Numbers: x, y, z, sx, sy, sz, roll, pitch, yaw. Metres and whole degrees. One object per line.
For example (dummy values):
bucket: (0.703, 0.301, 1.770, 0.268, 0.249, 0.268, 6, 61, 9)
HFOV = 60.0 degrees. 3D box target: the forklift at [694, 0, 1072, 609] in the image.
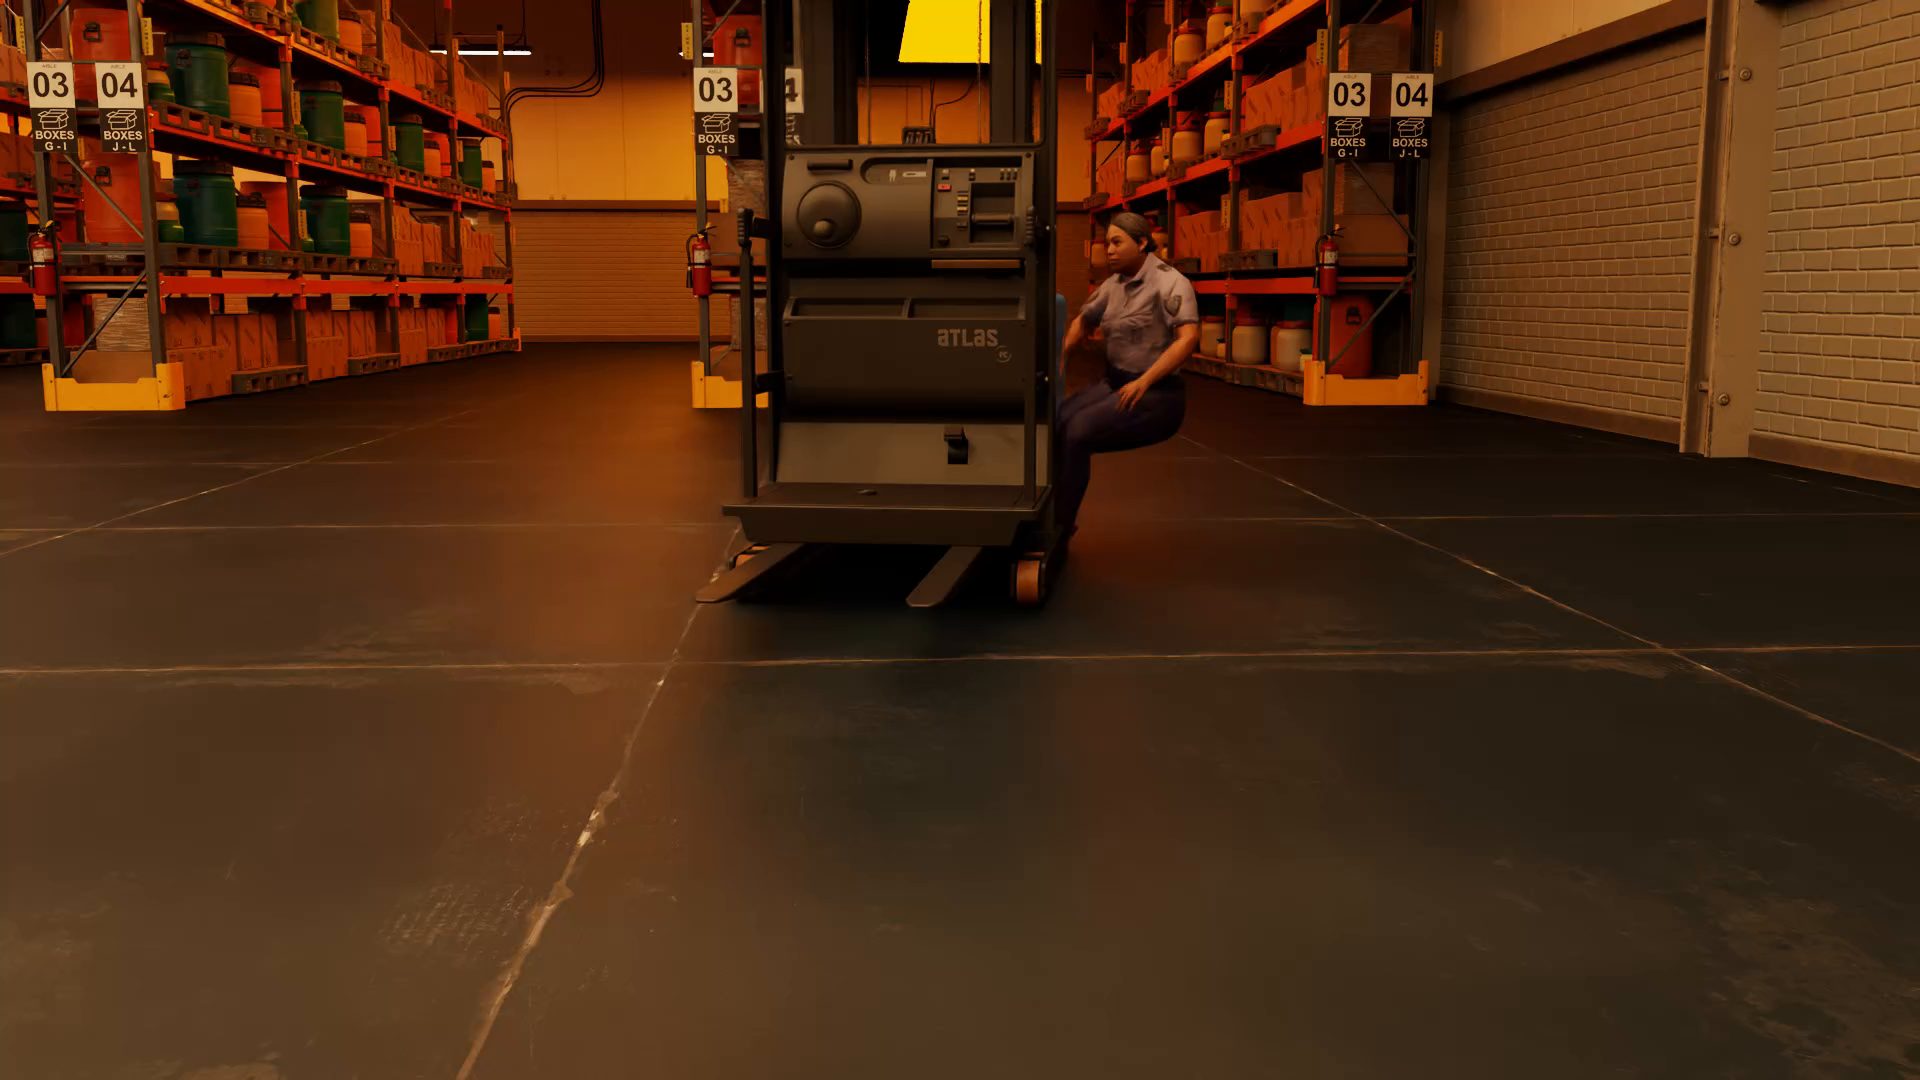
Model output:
forklift: (-0.216, -1.274, 5.909, 1.130, 2.935, 3.031, 1, 9, 7)

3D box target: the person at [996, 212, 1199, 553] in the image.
person: (0.526, -0.604, 6.805, 0.824, 1.460, 0.757, -6, 10, -34)
